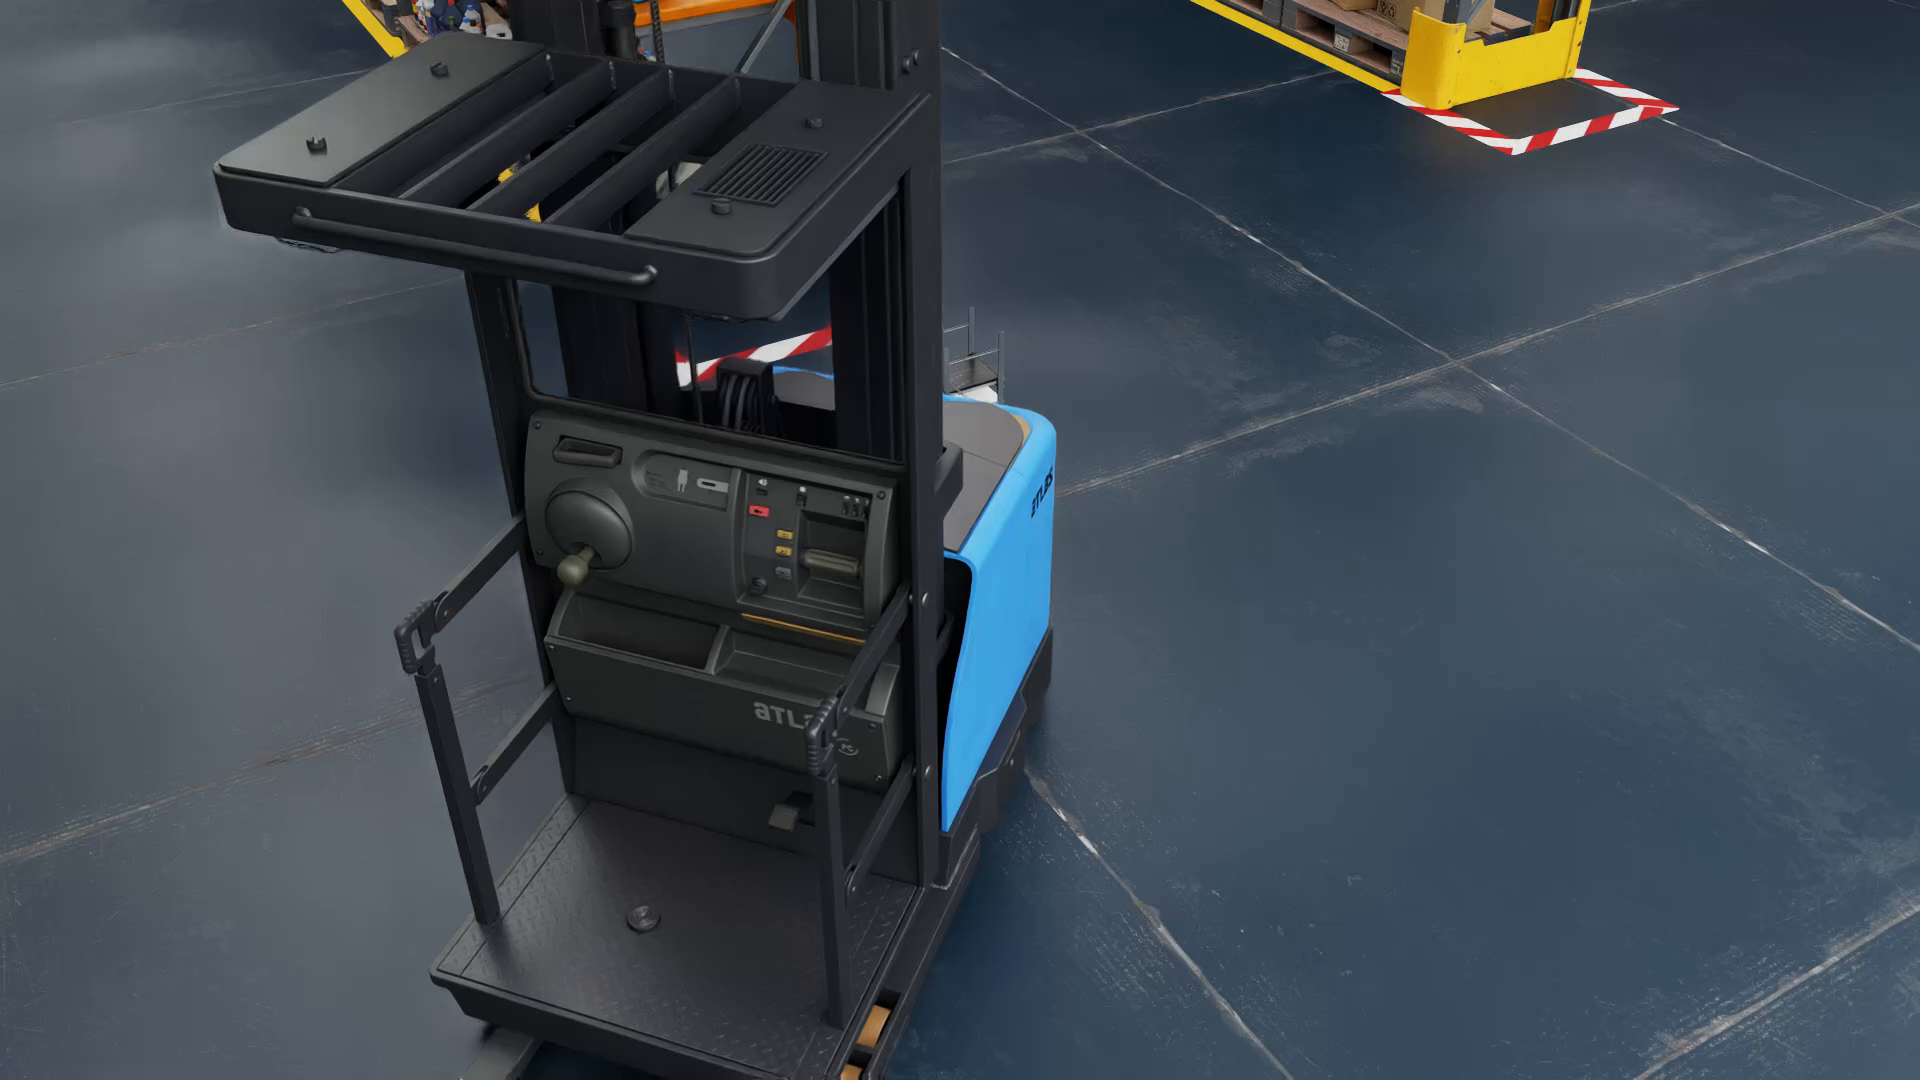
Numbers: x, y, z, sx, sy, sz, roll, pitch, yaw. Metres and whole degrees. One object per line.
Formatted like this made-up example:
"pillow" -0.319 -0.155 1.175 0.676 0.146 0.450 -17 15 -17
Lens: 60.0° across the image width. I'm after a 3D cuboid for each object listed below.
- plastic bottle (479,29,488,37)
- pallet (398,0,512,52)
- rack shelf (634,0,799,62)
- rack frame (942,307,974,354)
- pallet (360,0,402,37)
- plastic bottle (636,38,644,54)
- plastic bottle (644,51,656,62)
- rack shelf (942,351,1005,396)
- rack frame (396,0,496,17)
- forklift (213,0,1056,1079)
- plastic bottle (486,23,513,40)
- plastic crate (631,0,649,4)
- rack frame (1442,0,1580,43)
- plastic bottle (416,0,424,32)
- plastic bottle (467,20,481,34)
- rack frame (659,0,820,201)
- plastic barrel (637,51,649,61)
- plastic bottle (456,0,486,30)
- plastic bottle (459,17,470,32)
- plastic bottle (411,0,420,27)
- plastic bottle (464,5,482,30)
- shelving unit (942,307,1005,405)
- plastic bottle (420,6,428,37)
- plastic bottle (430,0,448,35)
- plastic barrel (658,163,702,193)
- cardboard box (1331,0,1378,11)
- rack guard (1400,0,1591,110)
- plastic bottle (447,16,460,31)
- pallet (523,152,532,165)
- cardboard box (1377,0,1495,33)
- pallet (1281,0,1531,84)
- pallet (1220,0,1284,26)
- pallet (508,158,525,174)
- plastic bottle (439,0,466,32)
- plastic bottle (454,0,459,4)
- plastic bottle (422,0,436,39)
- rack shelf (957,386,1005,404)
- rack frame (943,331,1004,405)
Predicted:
"plastic bottle" -2.625 -2.659 9.220 0.144 0.351 0.185 -17 40 -22
"pallet" -2.772 -3.012 10.195 1.003 0.211 1.213 -19 40 -24
"rack shelf" -2.068 -3.183 8.675 1.077 0.370 4.000 -19 40 -24
"rack frame" -0.055 -0.419 6.061 0.240 0.900 0.006 -19 40 -24
"pallet" -3.501 -3.756 11.214 1.003 0.211 1.213 -19 40 -24
"plastic bottle" -1.803 -2.672 9.295 0.061 0.283 0.133 -18 40 -23
"plastic bottle" -1.705 -2.546 9.133 0.097 0.271 0.097 0 36 0
"rack shelf" -0.004 -0.559 5.851 0.258 0.077 0.200 -19 40 -24
"rack frame" -3.073 -4.493 9.859 1.000 3.000 0.127 -19 40 -24
"forklift" -0.668 0.030 3.723 1.130 2.935 3.031 12 38 16
"plastic bottle" -2.603 -2.780 9.449 0.152 0.276 0.135 -19 40 -24
"plastic crate" -1.574 -2.560 7.338 0.499 0.251 0.616 -19 40 -24
"rack frame" 3.219 -3.921 9.075 1.000 3.000 0.127 -19 40 -24
"plastic bottle" -3.241 -3.197 10.083 0.097 0.201 0.097 0 36 0
"plastic bottle" -2.718 -2.754 9.350 0.144 0.351 0.185 -19 40 -24
"rack frame" -1.064 -2.453 7.066 1.000 3.000 0.127 -19 40 -24
"plastic barrel" -1.712 -2.187 8.454 0.421 0.512 0.421 0 36 0
"plastic bottle" -2.902 -3.109 9.837 0.144 0.351 0.185 -19 40 -24
"plastic bottle" -2.825 -2.874 9.582 0.097 0.271 0.097 0 36 0
"plastic bottle" -3.292 -3.277 10.133 0.097 0.271 0.097 0 36 0
"plastic bottle" -2.849 -2.996 9.750 0.097 0.271 0.097 0 36 0
"shelving unit" -0.004 -0.368 5.990 0.258 0.900 0.210 -19 40 -24
"plastic bottle" -3.190 -3.145 10.012 0.097 0.201 0.097 0 36 0
"plastic bottle" -3.026 -3.067 9.778 0.144 0.351 0.185 -18 40 -23
"plastic barrel" -1.460 -1.931 8.104 0.421 0.512 0.421 0 36 0
"cardboard box" 2.590 -3.699 10.535 0.500 0.500 0.500 -9 37 -12
"rack guard" 3.181 -2.950 9.866 1.175 0.500 0.348 -19 40 -24
"plastic bottle" -2.885 -2.847 9.534 0.061 0.283 0.133 -17 39 -22
"pallet" -1.546 -1.768 8.492 1.003 0.211 1.213 -19 40 -24
"cardboard box" 2.920 -3.405 10.132 0.500 0.500 0.500 -12 38 -16
"pallet" 2.803 -3.258 10.532 1.003 0.211 1.213 -19 40 -24
"pallet" 2.194 -3.880 11.383 1.003 0.211 1.213 -19 40 -24
"pallet" -2.155 -2.389 9.343 1.003 0.211 1.213 -19 40 -24
"plastic bottle" -2.932 -2.970 9.647 0.144 0.351 0.185 -21 41 -26
"plastic bottle" -3.014 -3.157 9.959 0.061 0.283 0.133 -19 40 -24
"plastic bottle" -3.106 -3.122 9.917 0.152 0.276 0.135 -17 40 -22
"rack shelf" -0.004 -0.486 5.904 0.258 0.077 0.200 -19 40 -24
"rack frame" 0.047 -0.316 5.919 0.240 0.900 0.006 -19 40 -24
